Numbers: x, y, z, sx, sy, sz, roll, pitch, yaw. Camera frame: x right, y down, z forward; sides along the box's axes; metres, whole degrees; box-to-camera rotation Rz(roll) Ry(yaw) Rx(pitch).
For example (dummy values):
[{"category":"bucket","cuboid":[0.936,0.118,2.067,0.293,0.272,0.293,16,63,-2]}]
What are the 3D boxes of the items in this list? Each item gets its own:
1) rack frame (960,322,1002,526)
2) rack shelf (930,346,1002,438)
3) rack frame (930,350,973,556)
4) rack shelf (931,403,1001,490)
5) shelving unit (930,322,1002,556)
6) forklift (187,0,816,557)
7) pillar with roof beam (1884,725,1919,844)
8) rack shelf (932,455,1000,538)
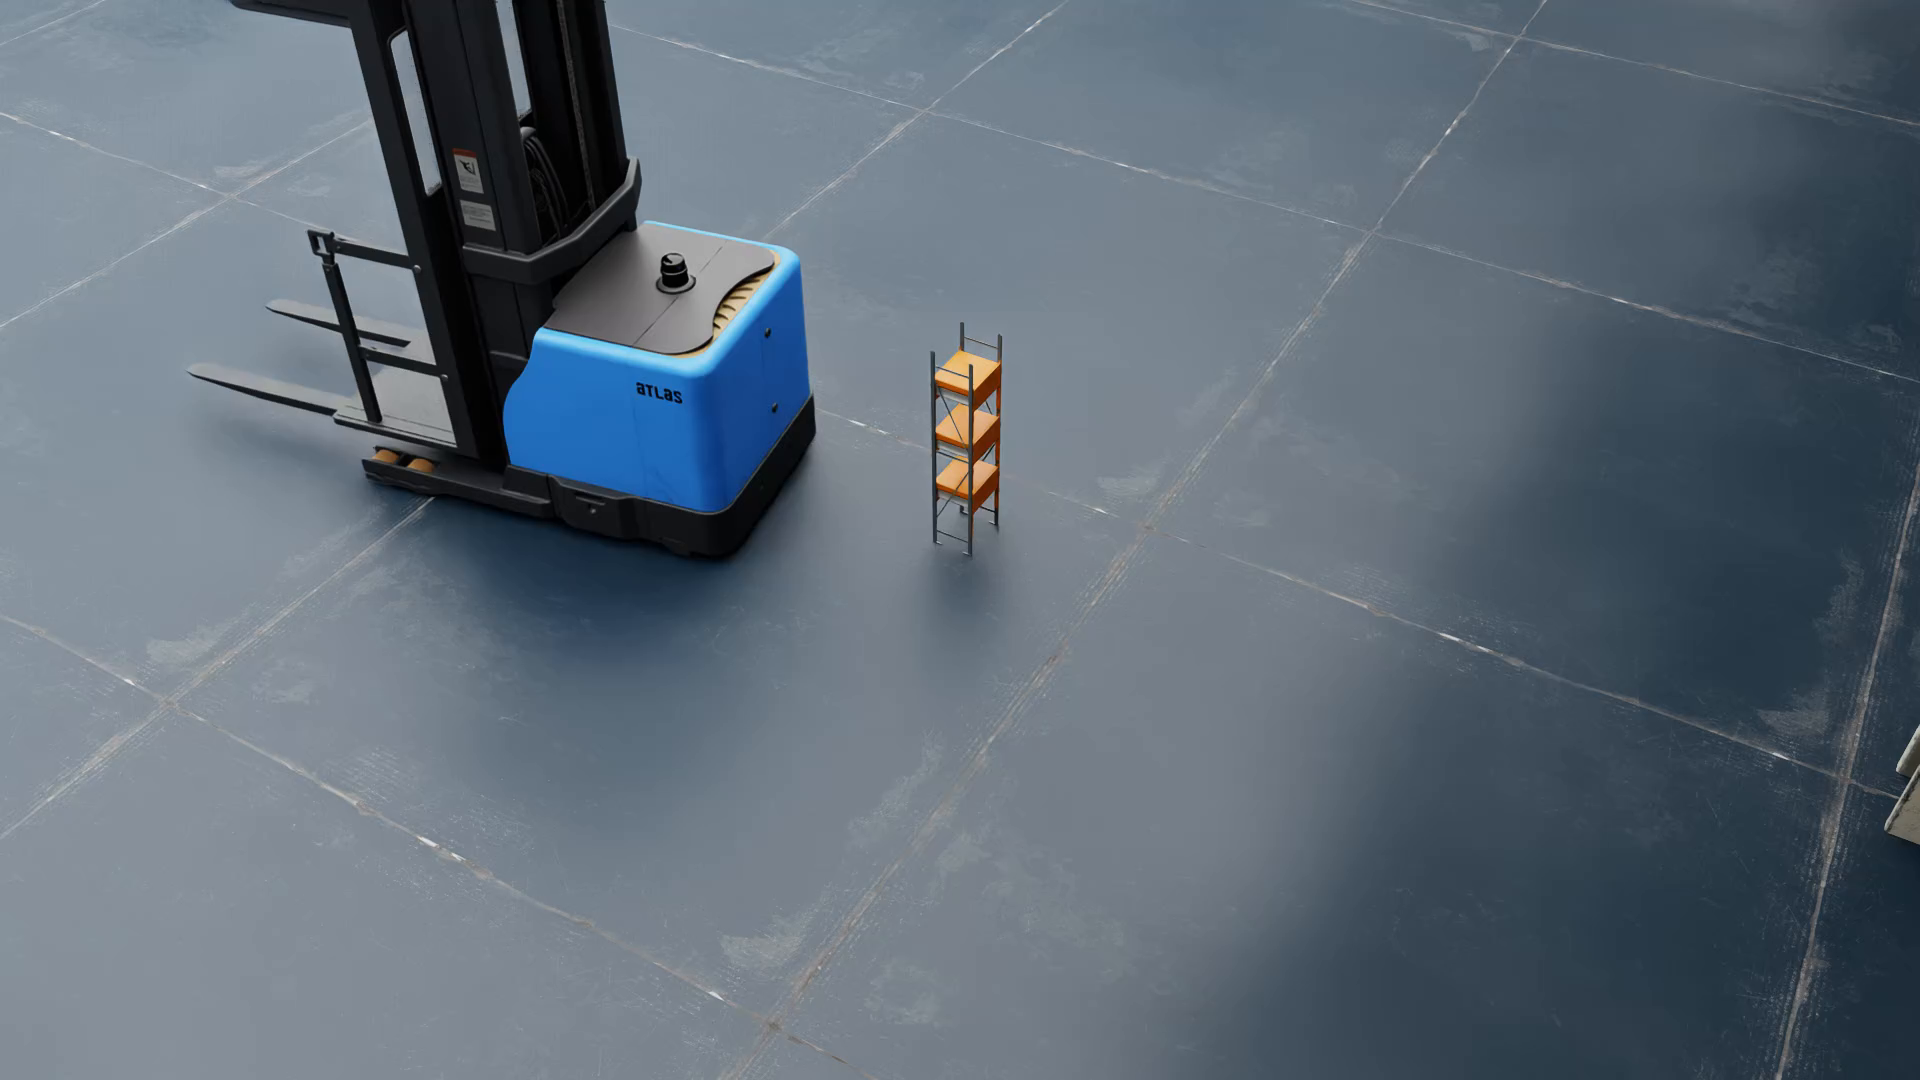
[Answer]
[{"category":"rack frame","cuboid":[0.088,-0.494,7.333,0.200,1.050,0.008,21,45,22]},{"category":"rack shelf","cuboid":[0.027,-0.630,7.073,0.215,0.259,0.240,21,45,22]},{"category":"rack frame","cuboid":[-0.034,-0.355,7.174,0.200,1.050,0.008,21,45,22]},{"category":"rack shelf","cuboid":[0.027,-0.417,7.260,0.215,0.259,0.240,21,45,22]},{"category":"shelving unit","cuboid":[0.027,-0.425,7.253,0.215,1.050,0.252,21,45,22]},{"category":"forklift","cuboid":[-2.269,-1.627,7.195,3.031,2.935,1.130,14,43,15]},{"category":"pillar with roof beam","cuboid":[0.013,-3.758,5.024,9.100,9.000,0.400,21,45,22]},{"category":"rack shelf","cuboid":[0.027,-0.208,7.444,0.215,0.259,0.240,21,45,22]}]
